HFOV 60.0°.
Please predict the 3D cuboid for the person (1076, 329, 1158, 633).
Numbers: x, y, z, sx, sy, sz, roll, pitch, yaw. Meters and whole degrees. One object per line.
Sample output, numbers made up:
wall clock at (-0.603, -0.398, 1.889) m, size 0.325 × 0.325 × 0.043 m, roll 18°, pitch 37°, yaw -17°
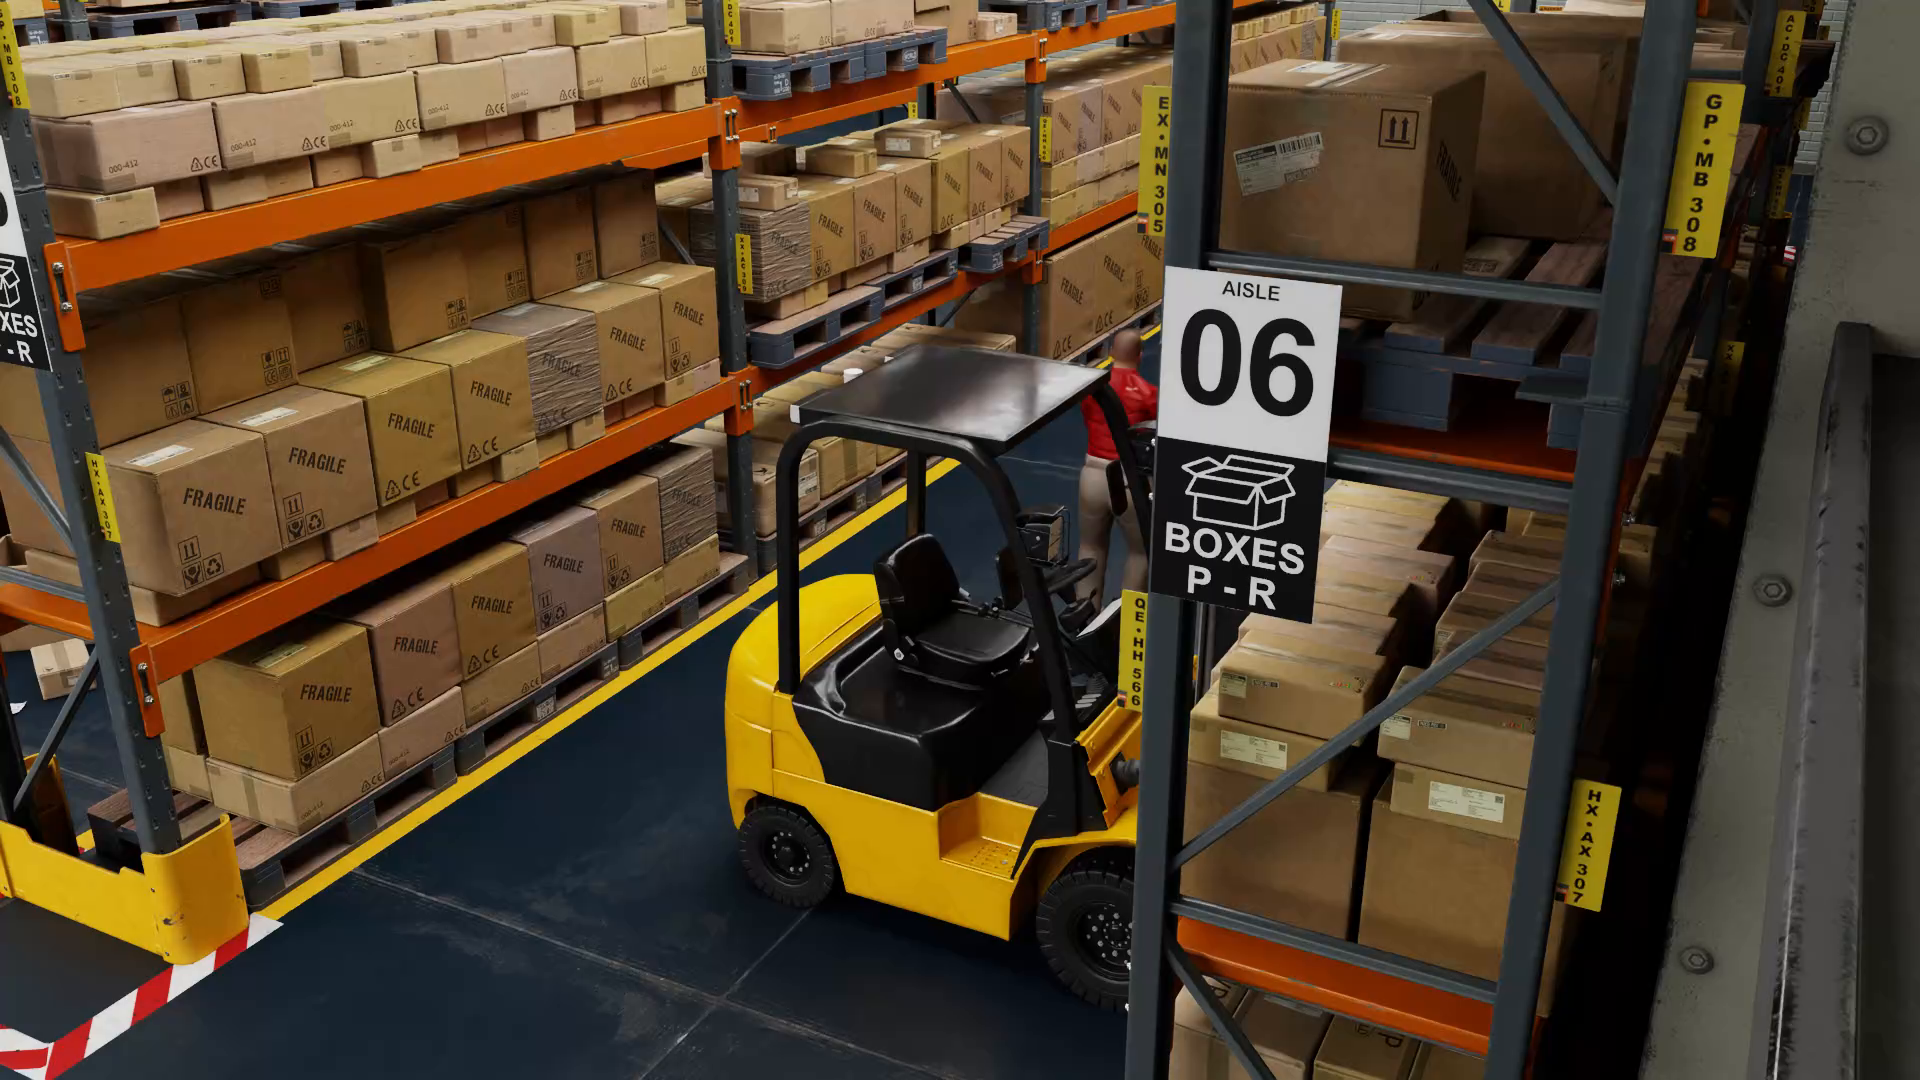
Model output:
person at (0.877, -0.306, 9.053) m, size 0.485 × 1.711 × 0.570 m, roll 11°, pitch 25°, yaw 24°
